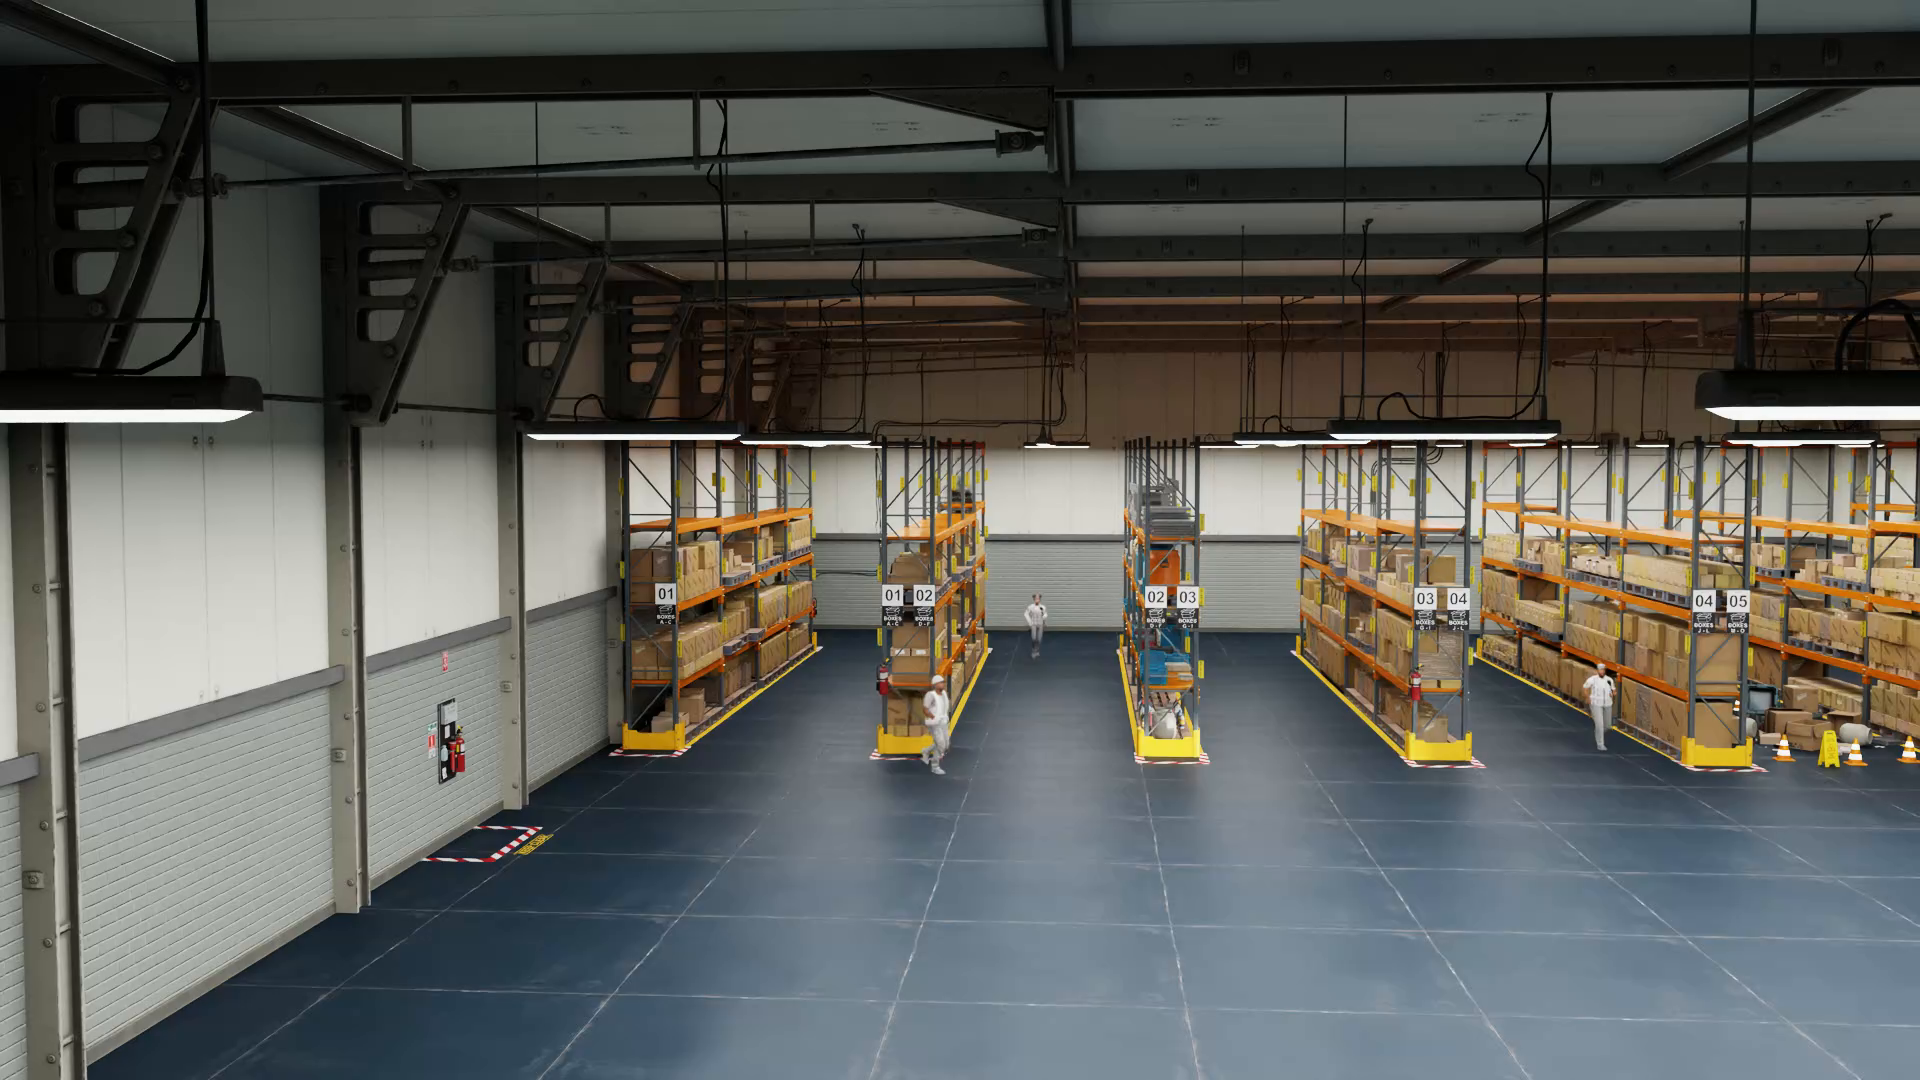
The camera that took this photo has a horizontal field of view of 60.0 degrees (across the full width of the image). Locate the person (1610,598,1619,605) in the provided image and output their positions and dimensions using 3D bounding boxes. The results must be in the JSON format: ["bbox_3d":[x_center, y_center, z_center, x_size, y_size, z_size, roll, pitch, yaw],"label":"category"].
[{"bbox_3d":[18.516,2.306,47.434,0.627,1.742,0.693,0,3,6],"label":"person"}]

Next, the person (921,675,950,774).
[{"bbox_3d":[-0.445,3.275,29.673,0.644,1.743,0.723,2,4,31],"label":"person"}]

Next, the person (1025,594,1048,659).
[{"bbox_3d":[2.030,2.287,43.931,0.599,1.732,0.594,0,3,-5],"label":"person"}]

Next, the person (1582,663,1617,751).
[{"bbox_3d":[12.321,3.188,32.005,0.620,1.635,0.843,0,3,0],"label":"person"}]
